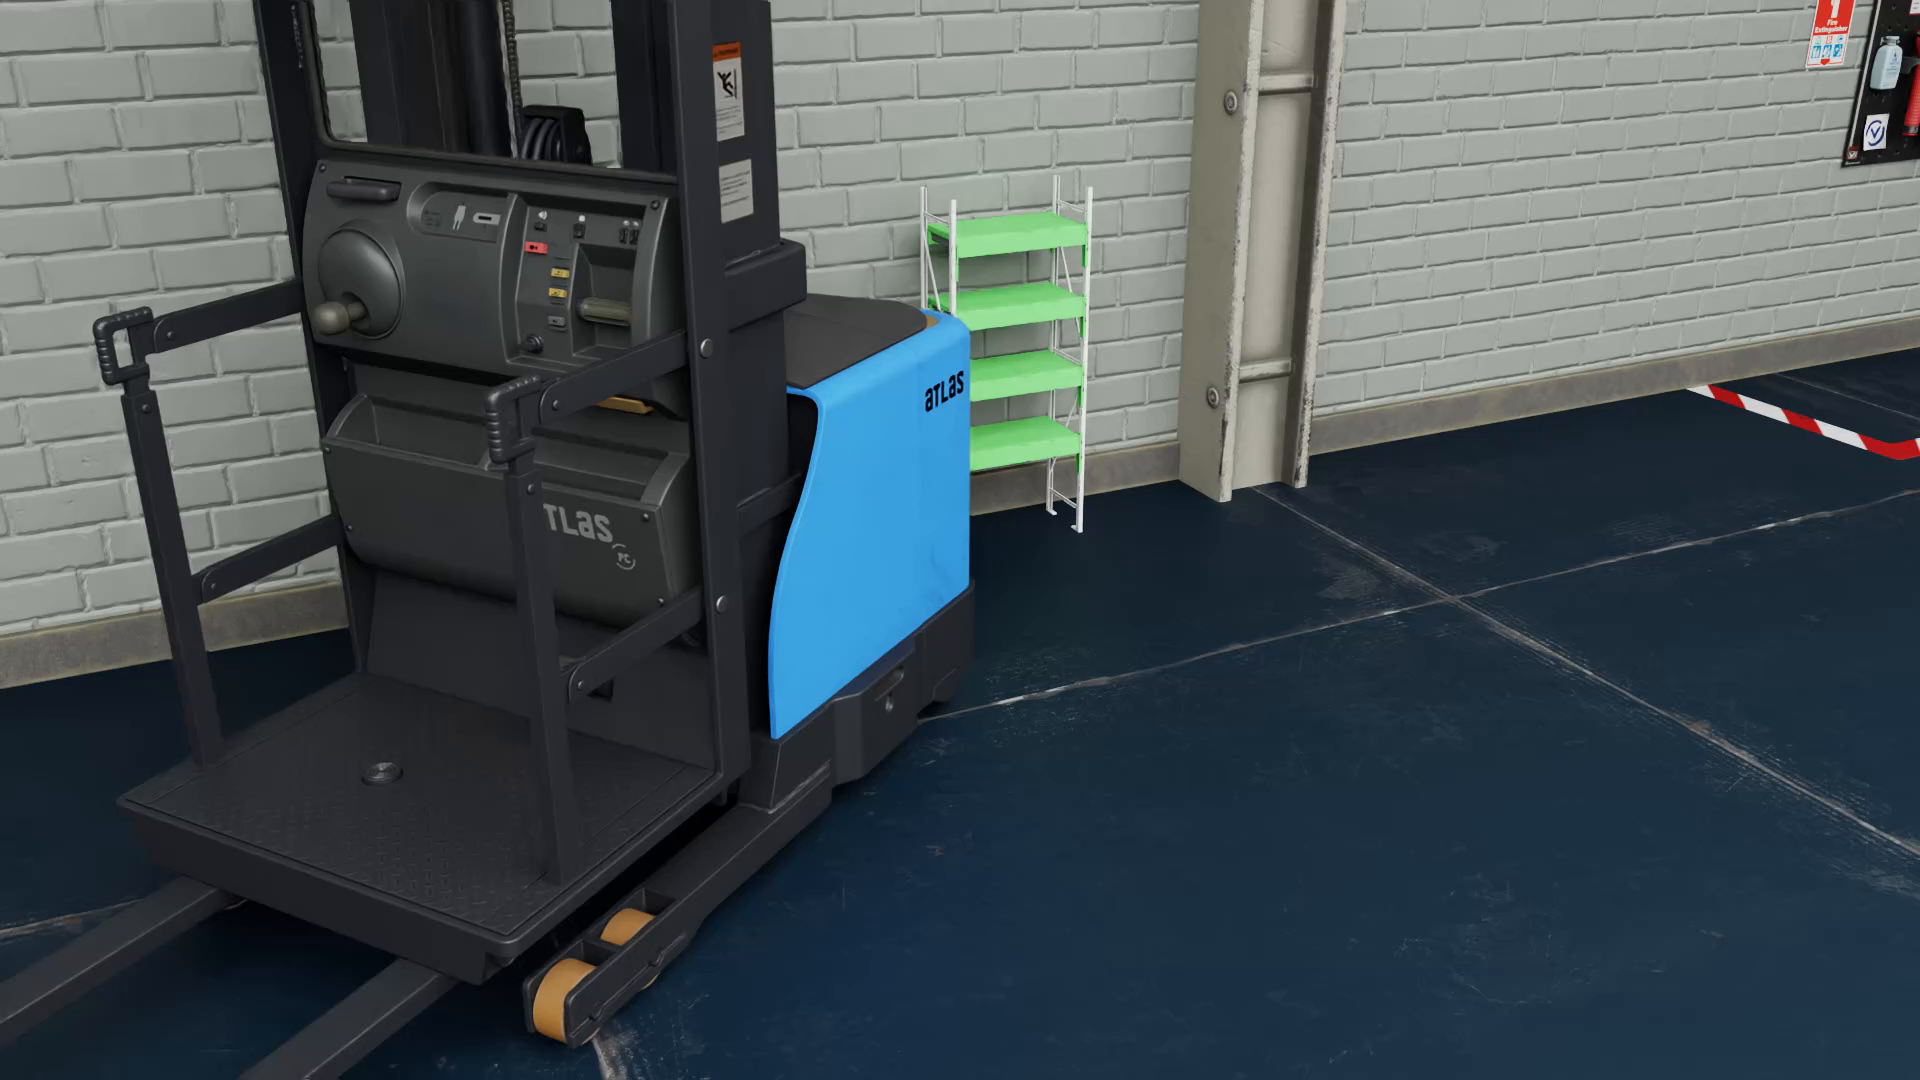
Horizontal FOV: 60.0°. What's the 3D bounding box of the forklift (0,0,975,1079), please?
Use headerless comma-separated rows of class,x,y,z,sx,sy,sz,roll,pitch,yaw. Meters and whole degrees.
forklift,-1.083,-0.542,3.228,1.130,2.935,3.031,11,25,25

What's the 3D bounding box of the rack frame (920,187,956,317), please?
rack frame,-0.071,-0.541,5.489,0.015,1.200,0.240,-10,25,-24

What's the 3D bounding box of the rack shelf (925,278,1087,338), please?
rack shelf,0.149,-0.745,5.519,0.480,0.148,0.258,-10,25,-24

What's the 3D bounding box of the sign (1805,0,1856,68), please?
sign,3.680,-2.168,7.018,0.234,0.329,0.001,-10,25,-24

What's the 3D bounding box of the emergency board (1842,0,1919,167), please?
emergency board,4.222,-2.207,7.161,0.643,1.169,0.194,-10,25,-24

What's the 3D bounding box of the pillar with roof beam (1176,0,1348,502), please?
pillar with roof beam,2.926,-2.897,0.984,0.400,9.000,9.100,-10,25,-24

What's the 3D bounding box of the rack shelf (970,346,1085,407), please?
rack shelf,0.149,-0.523,5.611,0.480,0.148,0.258,-10,25,-24

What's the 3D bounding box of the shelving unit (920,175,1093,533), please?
shelving unit,0.149,-0.582,5.587,0.503,1.200,0.258,-10,25,-24

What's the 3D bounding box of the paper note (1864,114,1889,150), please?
paper note,4.033,-1.795,7.316,0.142,0.148,0.016,-10,25,-24

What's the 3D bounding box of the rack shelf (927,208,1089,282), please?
rack shelf,0.149,-0.966,5.428,0.480,0.148,0.258,-10,25,-24

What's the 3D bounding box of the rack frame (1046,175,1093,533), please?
rack frame,0.369,-0.622,5.685,0.015,1.200,0.240,-10,25,-24

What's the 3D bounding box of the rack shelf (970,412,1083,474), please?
rack shelf,0.149,-0.301,5.703,0.480,0.148,0.258,-10,25,-24
